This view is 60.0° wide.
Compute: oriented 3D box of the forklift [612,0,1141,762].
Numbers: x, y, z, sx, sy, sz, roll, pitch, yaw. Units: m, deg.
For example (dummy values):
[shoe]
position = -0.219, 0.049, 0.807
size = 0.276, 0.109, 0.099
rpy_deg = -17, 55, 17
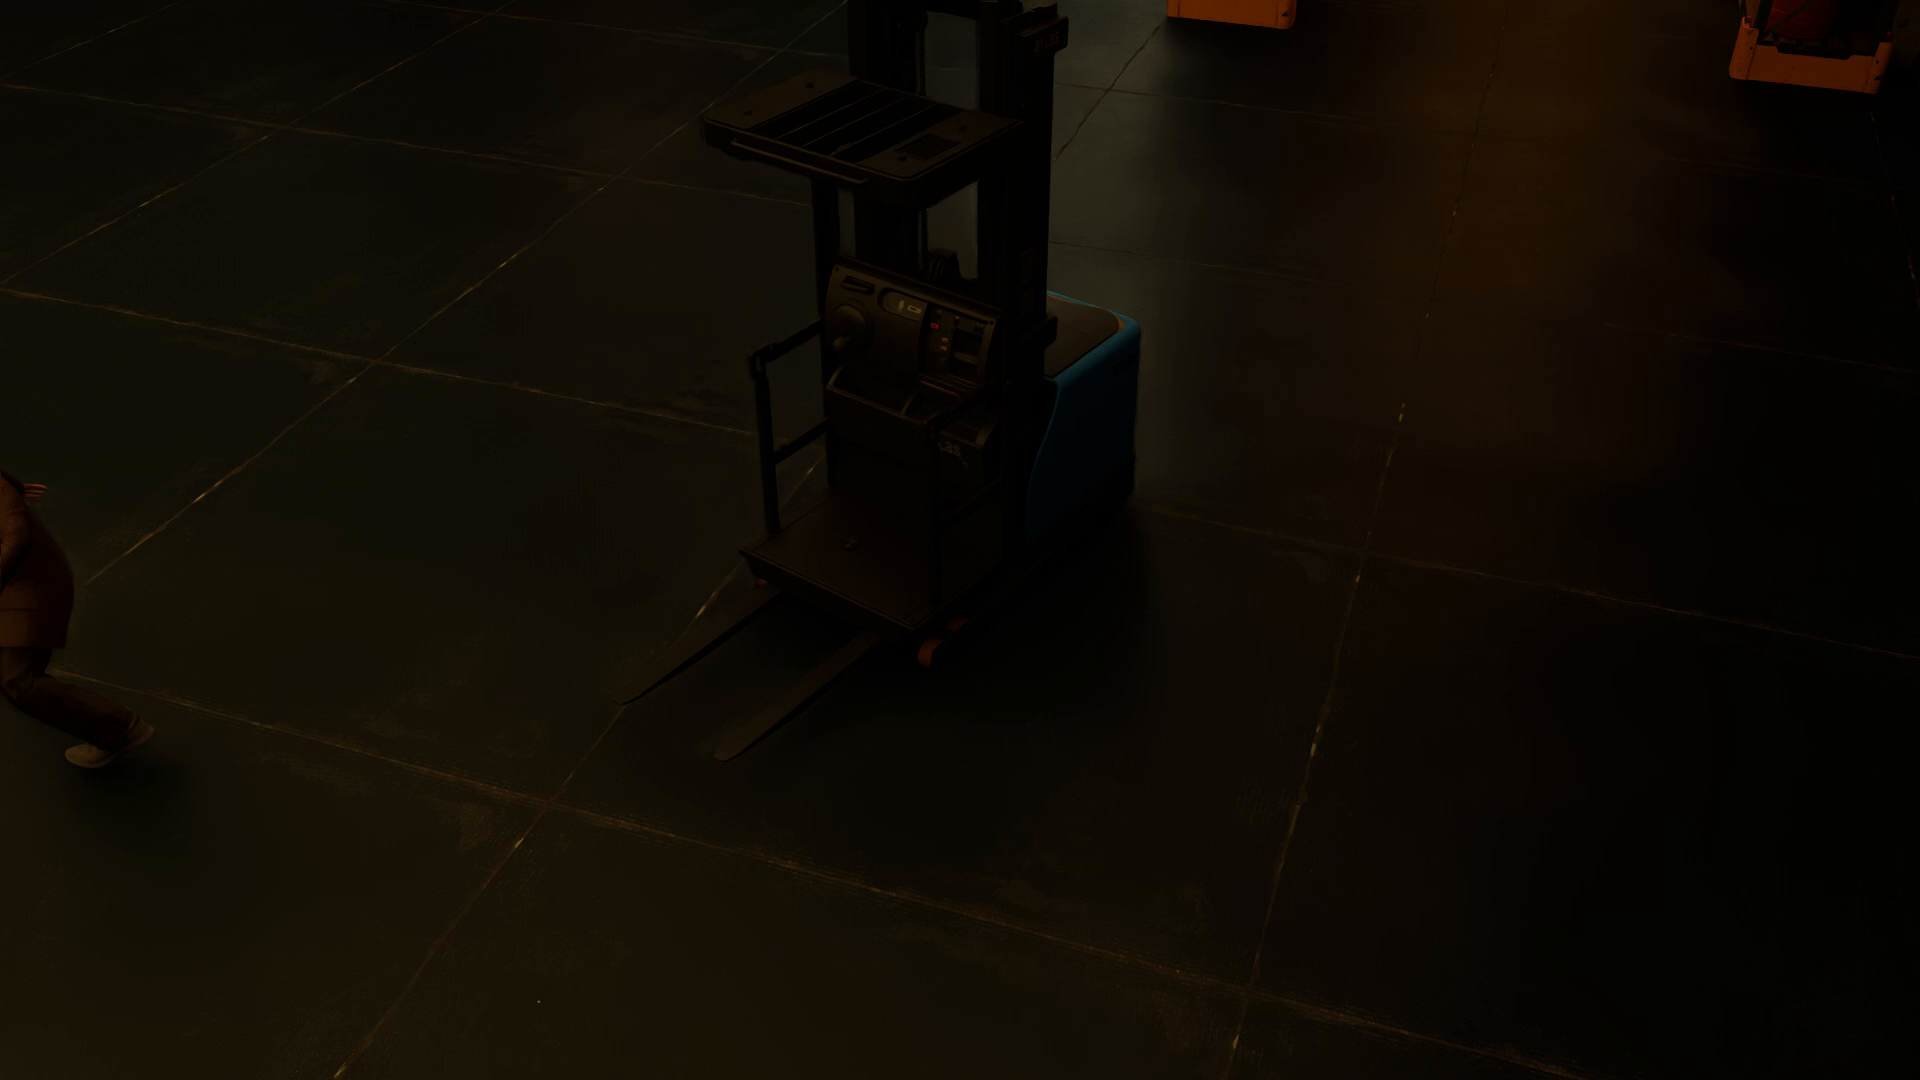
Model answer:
[forklift]
position = -0.355, -0.904, 7.386
size = 1.130, 2.935, 3.031
rpy_deg = 23, 41, 29

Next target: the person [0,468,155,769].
[person]
position = -4.053, 0.169, 7.095
size = 0.618, 1.713, 1.192
rpy_deg = -21, 41, -27
